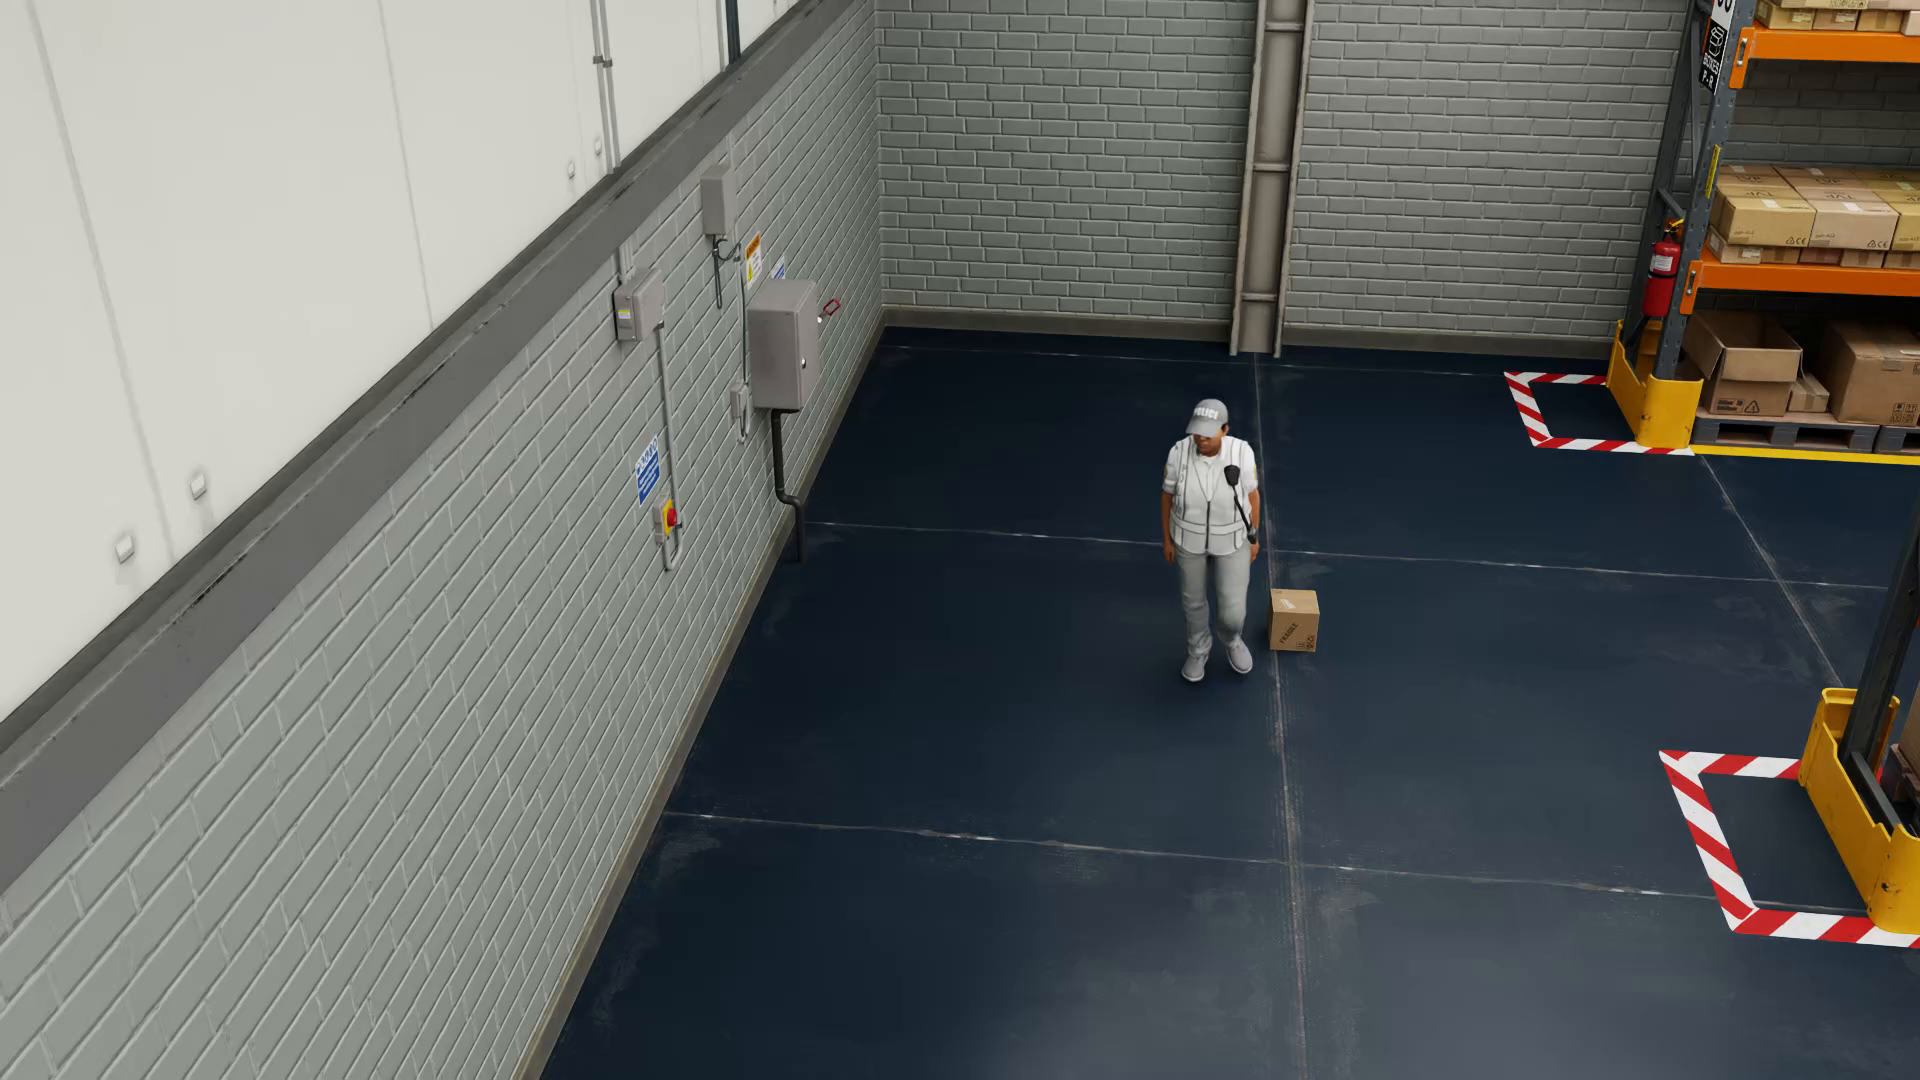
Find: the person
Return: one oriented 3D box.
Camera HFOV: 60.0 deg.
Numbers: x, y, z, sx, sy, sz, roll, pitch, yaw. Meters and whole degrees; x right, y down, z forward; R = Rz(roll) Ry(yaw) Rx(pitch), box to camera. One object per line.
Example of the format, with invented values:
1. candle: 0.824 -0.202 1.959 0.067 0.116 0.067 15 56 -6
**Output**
1. person: 1.290 0.019 8.565 0.540 1.652 0.479 8 30 14
